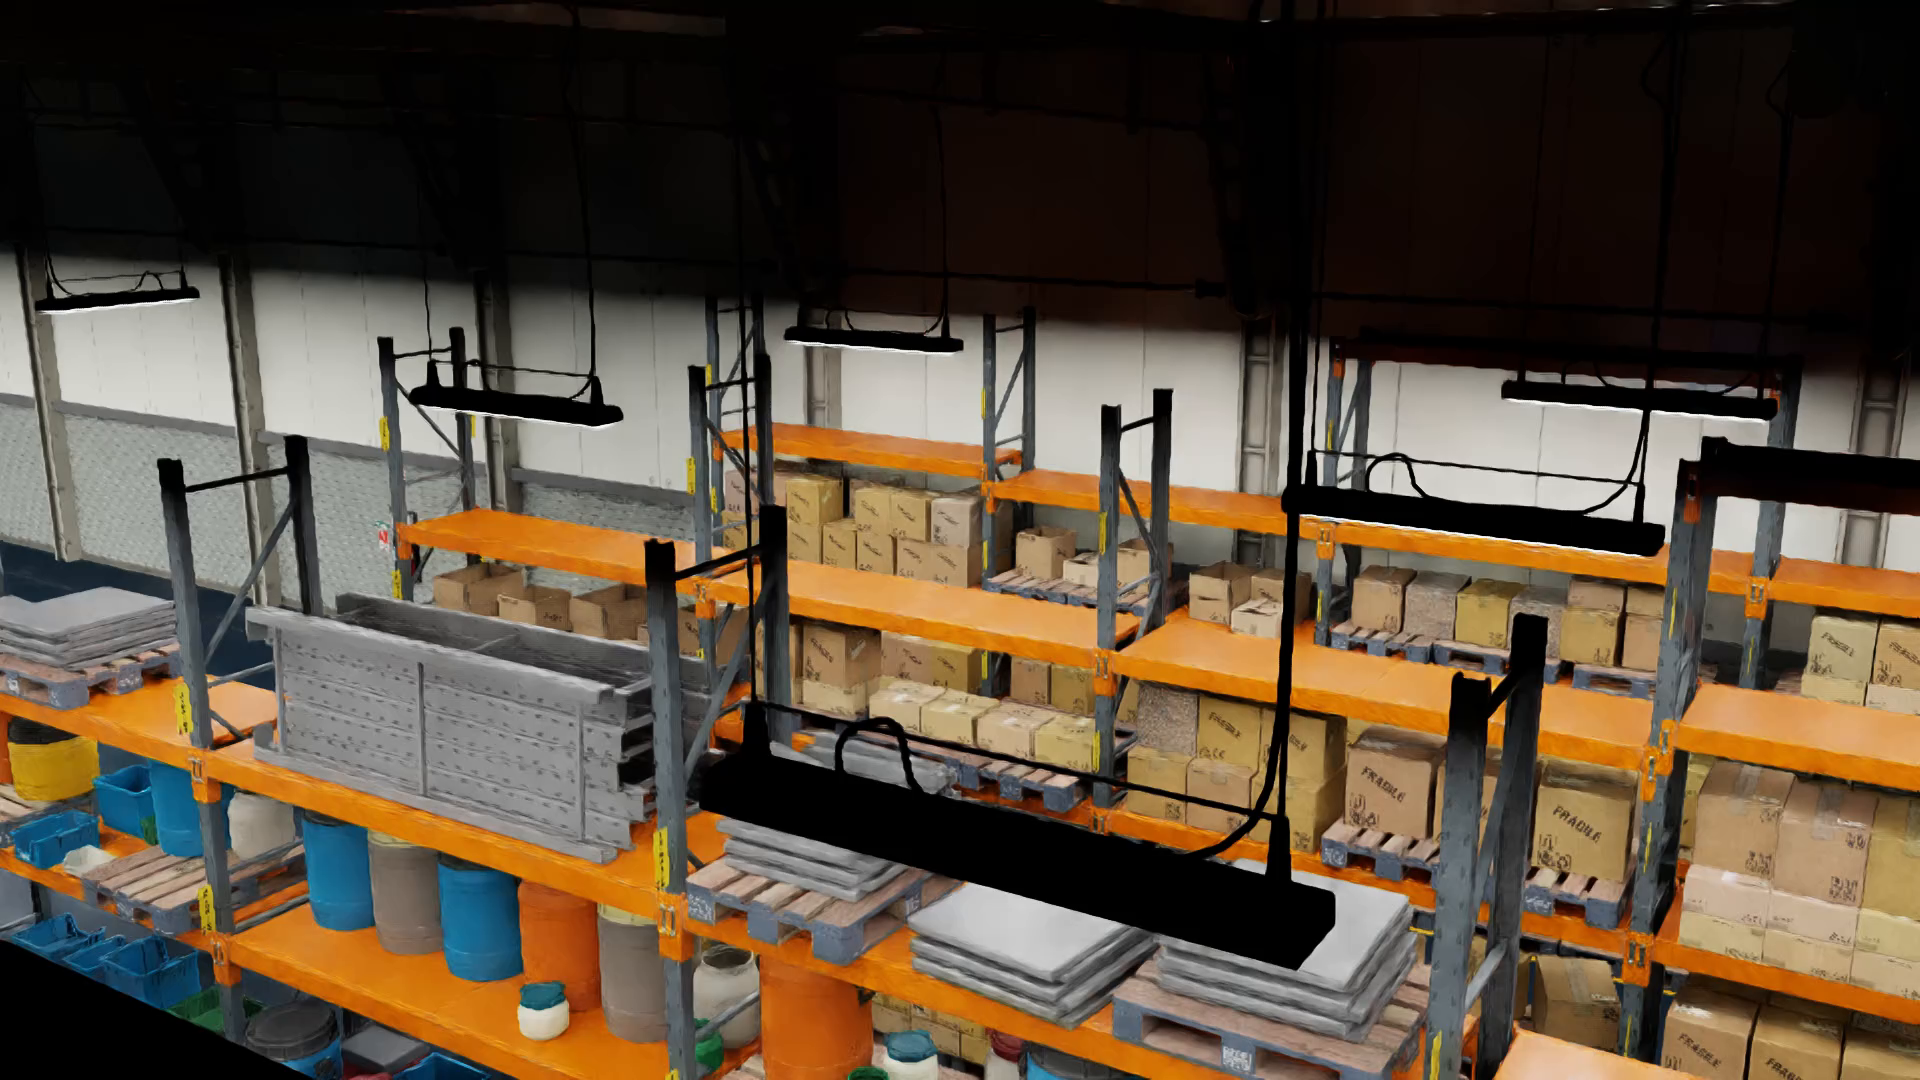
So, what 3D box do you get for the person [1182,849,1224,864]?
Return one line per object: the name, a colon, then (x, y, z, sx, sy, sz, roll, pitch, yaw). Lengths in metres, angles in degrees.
person: (2.487, 3.137, 17.181, 1.086, 1.589, 0.495, 9, 17, 33)
